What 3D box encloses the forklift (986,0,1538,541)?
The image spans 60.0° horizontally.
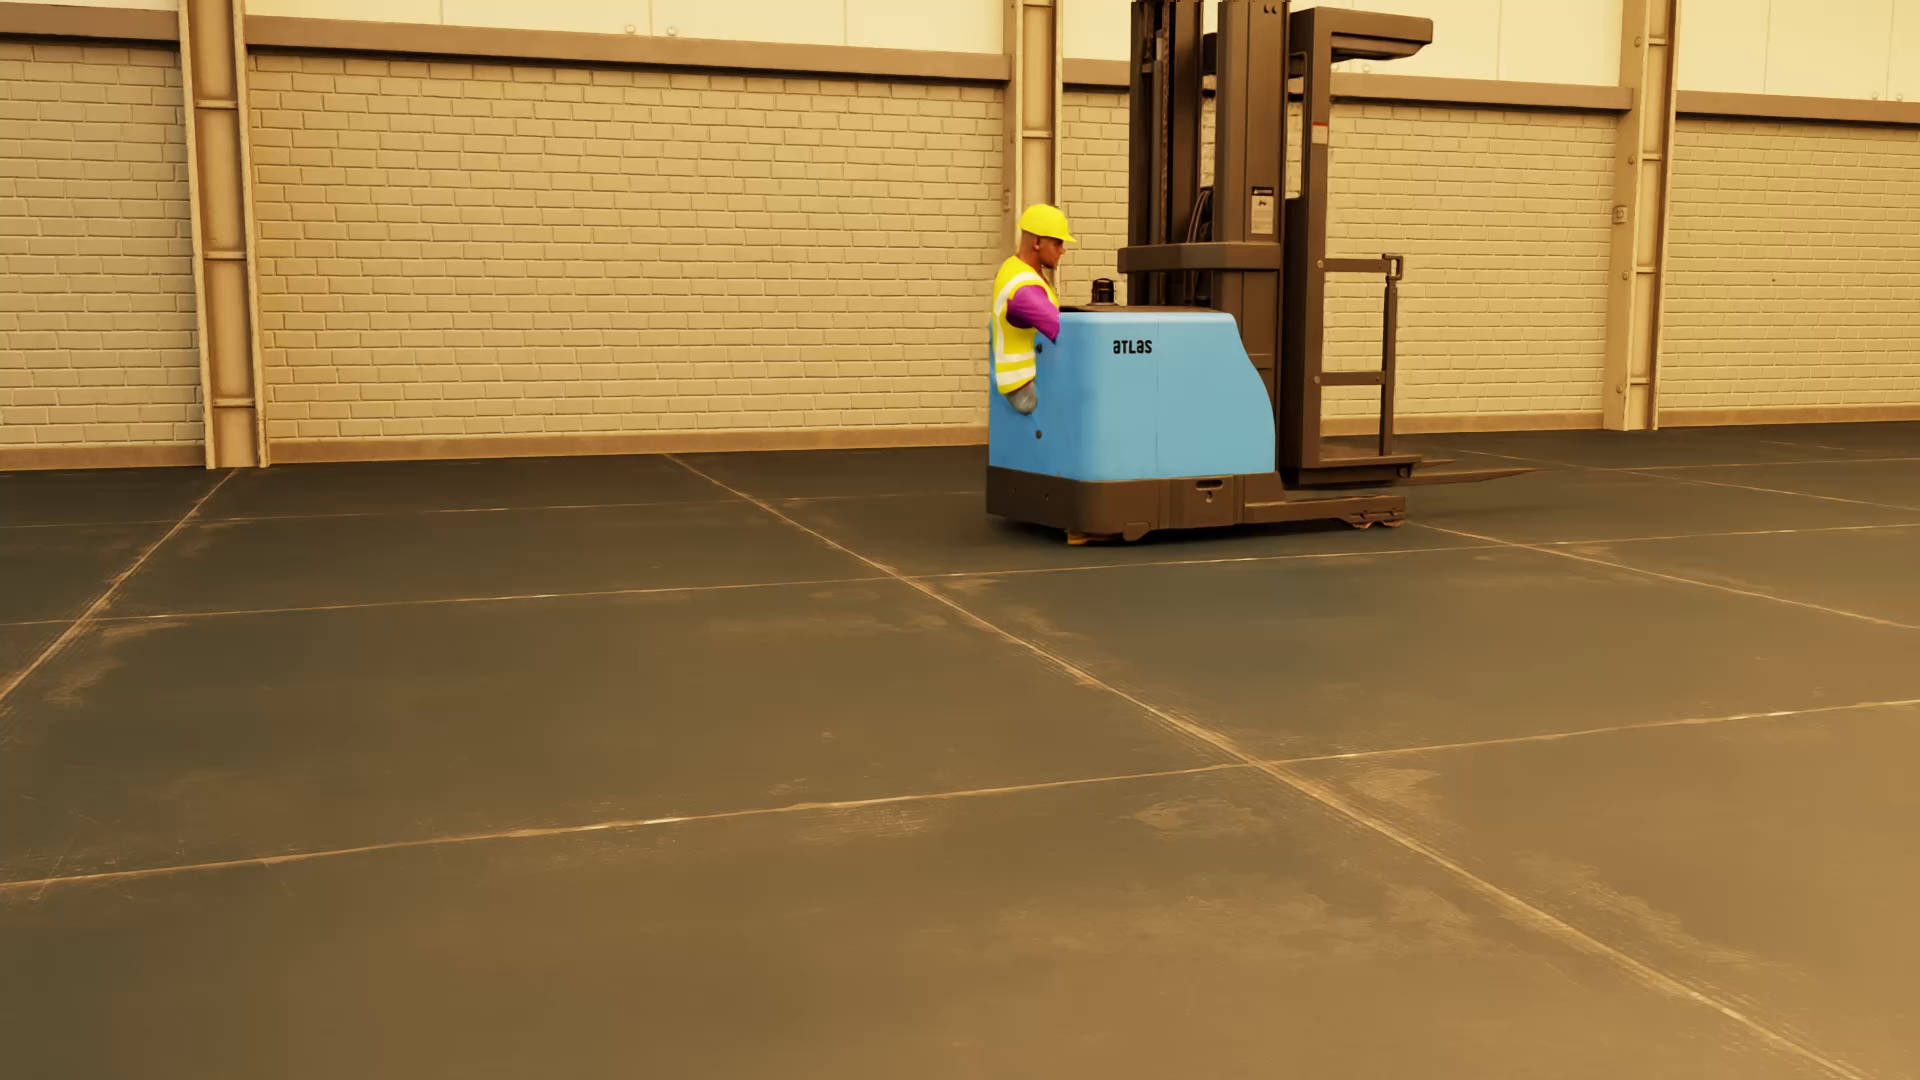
[{"bbox_3d":[1.676,-1.562,8.530,3.031,2.935,1.130,-4,9,-28],"label":"forklift"}]

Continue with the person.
[{"bbox_3d":[0.550,-0.812,8.050,0.786,1.592,0.885,0,8,2],"label":"person"}]
